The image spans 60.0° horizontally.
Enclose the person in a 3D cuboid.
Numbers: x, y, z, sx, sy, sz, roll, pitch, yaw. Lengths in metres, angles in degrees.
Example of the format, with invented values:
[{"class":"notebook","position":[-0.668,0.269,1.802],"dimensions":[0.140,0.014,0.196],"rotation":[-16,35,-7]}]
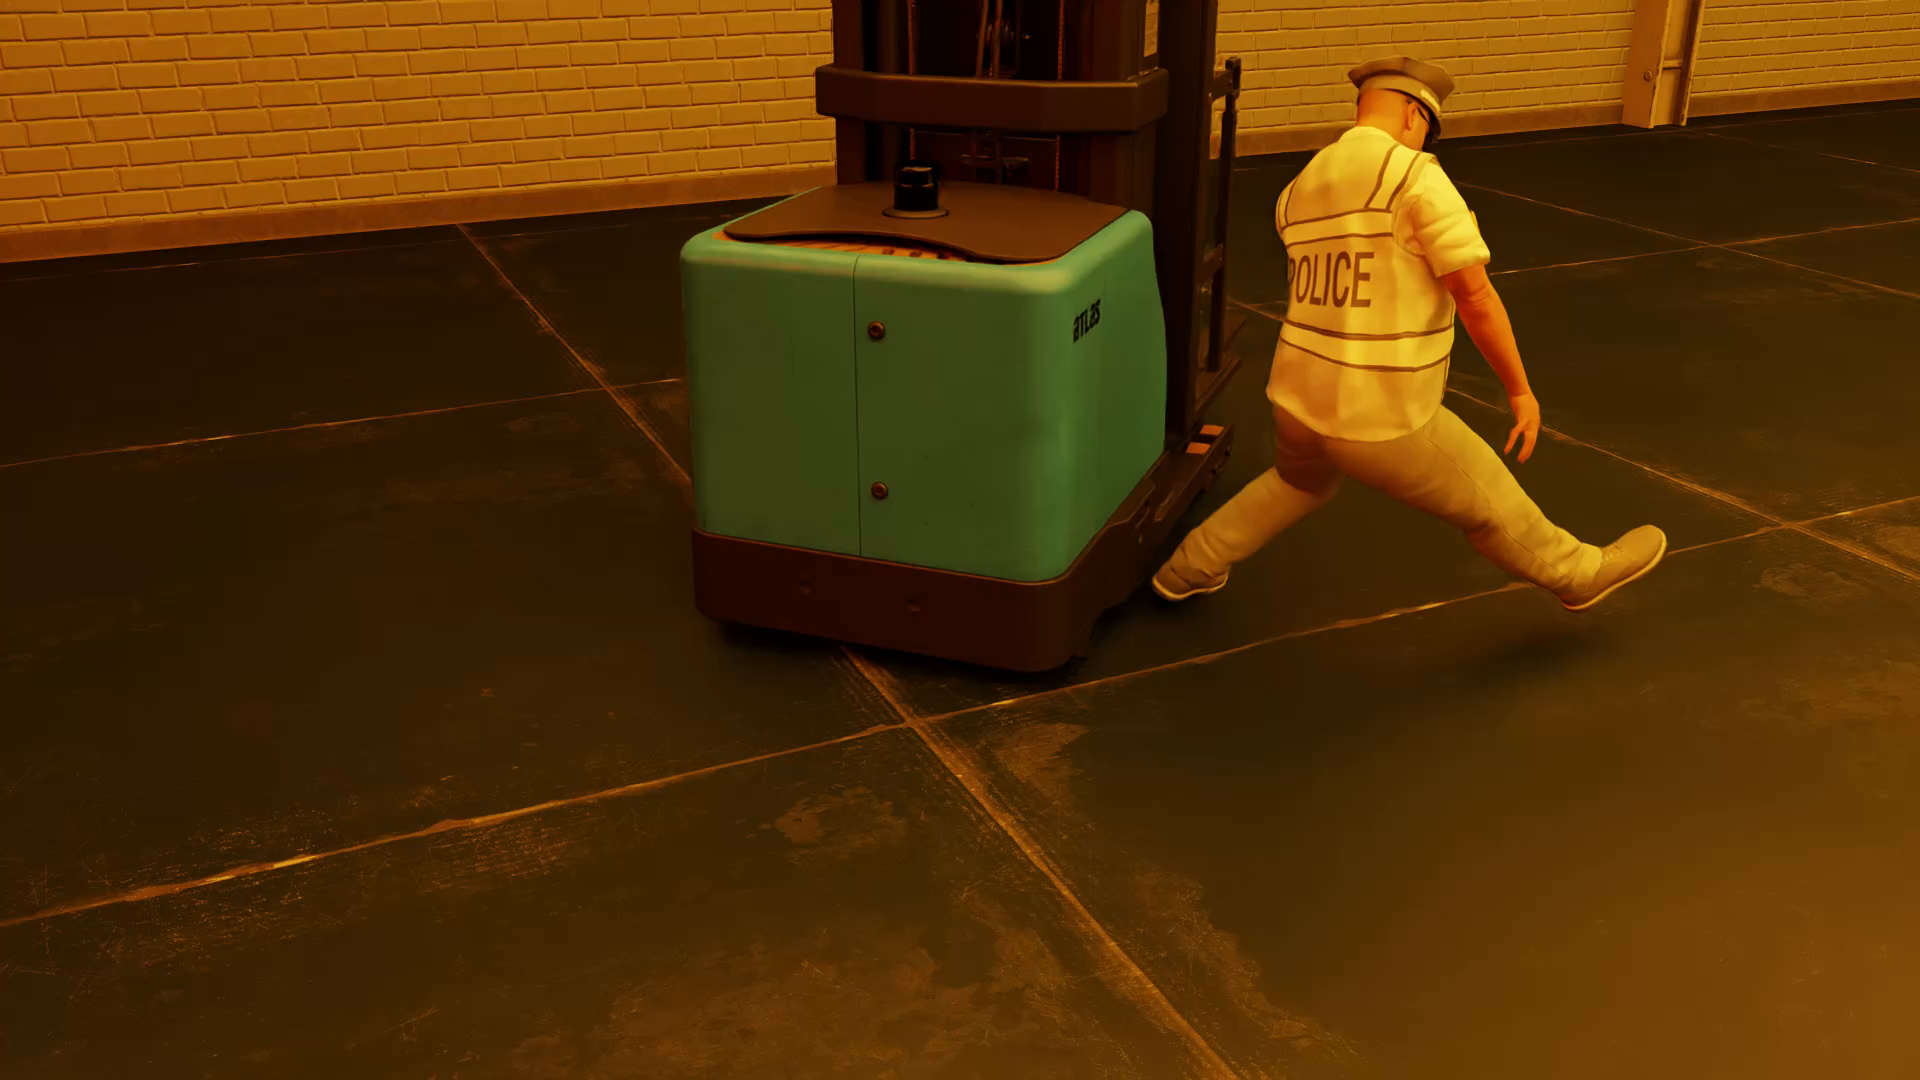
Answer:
[{"class":"person","position":[1.212,-0.467,4.330],"dimensions":[1.130,1.473,0.979],"rotation":[-12,25,-27]}]

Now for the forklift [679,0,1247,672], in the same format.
[{"class":"forklift","position":[0.291,-1.561,5.043],"dimensions":[1.130,2.935,3.031],"rotation":[8,24,19]}]
